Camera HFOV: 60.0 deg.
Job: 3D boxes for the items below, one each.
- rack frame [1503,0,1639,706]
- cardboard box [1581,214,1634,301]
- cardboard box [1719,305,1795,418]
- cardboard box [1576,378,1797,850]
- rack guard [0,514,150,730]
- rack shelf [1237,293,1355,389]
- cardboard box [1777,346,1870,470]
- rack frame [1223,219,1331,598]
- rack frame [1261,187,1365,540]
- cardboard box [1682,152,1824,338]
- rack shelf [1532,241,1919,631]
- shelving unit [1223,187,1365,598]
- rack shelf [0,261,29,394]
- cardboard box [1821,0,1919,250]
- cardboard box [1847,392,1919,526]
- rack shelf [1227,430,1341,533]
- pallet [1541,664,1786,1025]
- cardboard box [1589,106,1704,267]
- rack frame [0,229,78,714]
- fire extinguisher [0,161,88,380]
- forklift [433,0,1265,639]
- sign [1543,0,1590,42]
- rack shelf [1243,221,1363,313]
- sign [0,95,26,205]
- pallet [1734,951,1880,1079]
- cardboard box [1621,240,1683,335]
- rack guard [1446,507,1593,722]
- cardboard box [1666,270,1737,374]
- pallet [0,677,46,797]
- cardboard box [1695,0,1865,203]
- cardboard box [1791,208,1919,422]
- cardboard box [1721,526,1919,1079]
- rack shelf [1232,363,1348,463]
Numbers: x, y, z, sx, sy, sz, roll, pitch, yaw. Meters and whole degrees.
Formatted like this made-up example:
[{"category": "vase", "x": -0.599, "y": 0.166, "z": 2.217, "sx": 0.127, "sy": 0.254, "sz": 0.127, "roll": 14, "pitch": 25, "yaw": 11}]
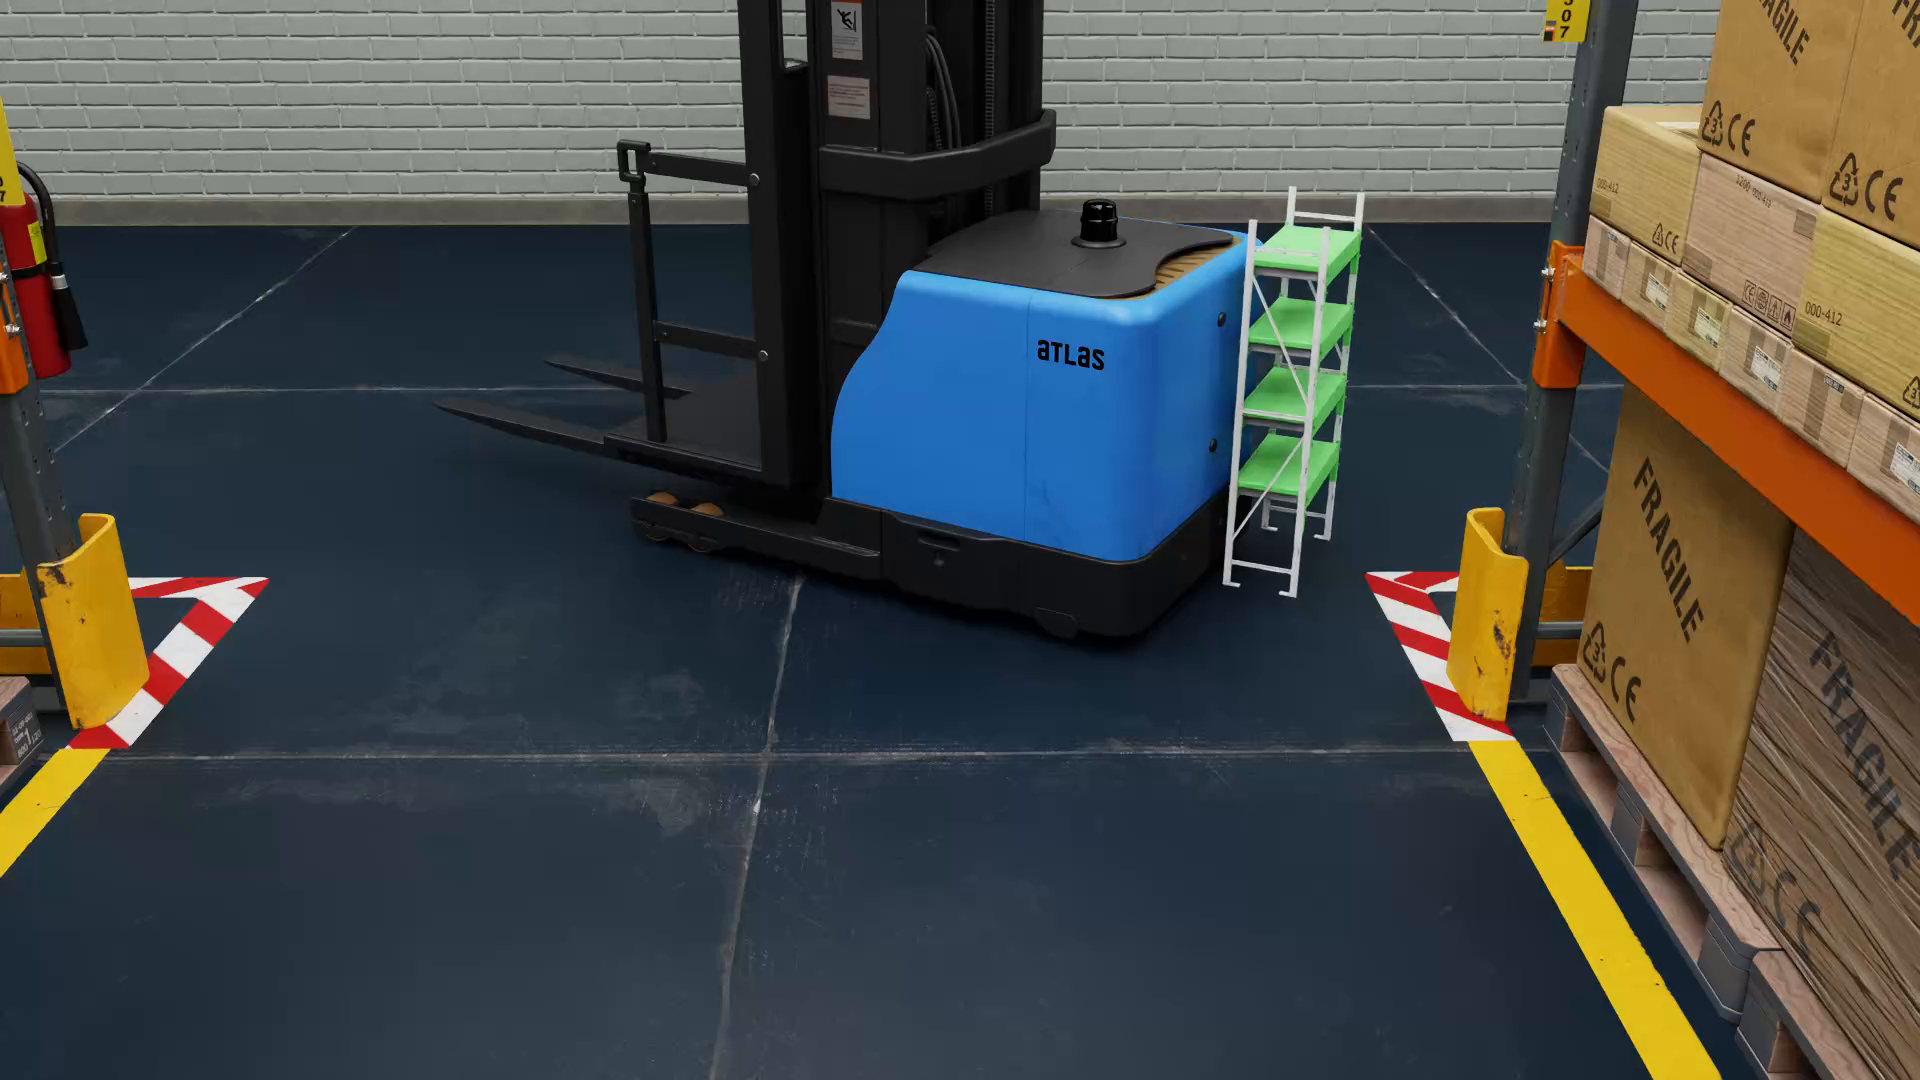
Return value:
[{"category": "rack frame", "x": 2.016, "y": -0.924, "z": 4.154, "sx": 1.000, "sy": 3.000, "sz": 0.127, "roll": 0, "pitch": 24, "yaw": -1}, {"category": "cardboard box", "x": 1.690, "y": -0.662, "z": 3.879, "sx": 0.380, "sy": 0.149, "sz": 0.250, "roll": 0, "pitch": 24, "yaw": 0}, {"category": "cardboard box", "x": 1.701, "y": -0.344, "z": 3.174, "sx": 0.380, "sy": 0.149, "sz": 0.250, "roll": -1, "pitch": 24, "yaw": -1}, {"category": "cardboard box", "x": 2.103, "y": 0.116, "z": 3.923, "sx": 0.875, "sy": 0.875, "sz": 0.875, "roll": 0, "pitch": 24, "yaw": -1}, {"category": "rack guard", "x": -2.950, "y": 0.227, "z": 4.642, "sx": 1.175, "sy": 0.500, "sz": 0.348, "roll": 0, "pitch": 24, "yaw": -1}, {"category": "rack shelf", "x": 1.070, "y": -0.636, "z": 5.274, "sx": 0.258, "sy": 0.148, "sz": 0.480, "roll": 10, "pitch": 26, "yaw": 22}, {"category": "cardboard box", "x": 1.703, "y": -0.239, "z": 2.943, "sx": 0.380, "sy": 0.149, "sz": 0.250, "roll": -1, "pitch": 24, "yaw": -2}, {"category": "rack frame", "x": 0.971, "y": -0.384, "z": 5.143, "sx": 0.240, "sy": 1.200, "sz": 0.015, "roll": 10, "pitch": 26, "yaw": 22}, {"category": "rack frame", "x": 1.170, "y": -0.568, "z": 5.549, "sx": 0.240, "sy": 1.200, "sz": 0.015, "roll": 10, "pitch": 26, "yaw": 22}, {"category": "cardboard box", "x": 1.763, "y": -0.578, "z": 3.210, "sx": 0.500, "sy": 0.250, "sz": 0.500, "roll": -1, "pitch": 24, "yaw": -1}, {"category": "rack shelf", "x": 2.038, "y": 0.227, "z": 2.480, "sx": 1.077, "sy": 0.370, "sz": 4.000, "roll": 0, "pitch": 24, "yaw": -1}, {"category": "shelving unit", "x": 1.070, "y": -0.476, "z": 5.346, "sx": 0.258, "sy": 1.200, "sz": 0.503, "roll": 10, "pitch": 26, "yaw": 22}, {"category": "rack shelf", "x": -2.915, "y": 0.250, "z": 2.431, "sx": 1.077, "sy": 0.370, "sz": 4.000, "roll": 0, "pitch": 24, "yaw": -1}, {"category": "cardboard box", "x": 1.768, "y": -0.715, "z": 2.602, "sx": 0.500, "sy": 0.500, "sz": 0.500, "roll": -1, "pitch": 24, "yaw": -2}, {"category": "cardboard box", "x": 1.706, "y": -0.132, "z": 2.708, "sx": 0.380, "sy": 0.149, "sz": 0.250, "roll": -1, "pitch": 24, "yaw": -1}, {"category": "rack shelf", "x": 1.070, "y": -0.199, "z": 5.472, "sx": 0.258, "sy": 0.148, "sz": 0.480, "roll": 10, "pitch": 26, "yaw": 22}, {"category": "pallet", "x": 2.103, "y": 0.675, "z": 4.001, "sx": 1.003, "sy": 0.211, "sz": 1.213, "roll": 0, "pitch": 24, "yaw": -1}, {"category": "cardboard box", "x": 1.751, "y": -0.793, "z": 3.684, "sx": 0.500, "sy": 0.250, "sz": 0.500, "roll": -1, "pitch": 24, "yaw": -2}, {"category": "rack frame", "x": -2.937, "y": -0.902, "z": 4.105, "sx": 1.000, "sy": 3.000, "sz": 0.127, "roll": 0, "pitch": 24, "yaw": -1}, {"category": "fire extinguisher", "x": -2.484, "y": -0.761, "z": 4.340, "sx": 0.296, "sy": 0.674, "sz": 0.183, "roll": 0, "pitch": 24, "yaw": -1}, {"category": "forklift", "x": -0.545, "y": -1.465, "z": 5.432, "sx": 3.031, "sy": 2.935, "sz": 1.130, "roll": 13, "pitch": 28, "yaw": 27}, {"category": "sign", "x": 1.461, "y": -1.355, "z": 3.959, "sx": 0.100, "sy": 0.325, "sz": 0.005, "roll": 0, "pitch": 24, "yaw": -1}, {"category": "rack shelf", "x": 1.070, "y": -0.855, "z": 5.175, "sx": 0.258, "sy": 0.148, "sz": 0.480, "roll": 10, "pitch": 26, "yaw": 22}, {"category": "sign", "x": -2.387, "y": -0.986, "z": 4.091, "sx": 0.100, "sy": 0.325, "sz": 0.005, "roll": 0, "pitch": 24, "yaw": -1}, {"category": "pallet", "x": 2.113, "y": 1.177, "z": 2.892, "sx": 1.003, "sy": 0.211, "sz": 1.213, "roll": 0, "pitch": 24, "yaw": -1}, {"category": "cardboard box", "x": 1.694, "y": -0.557, "z": 3.645, "sx": 0.380, "sy": 0.149, "sz": 0.250, "roll": -1, "pitch": 24, "yaw": -1}, {"category": "rack guard", "x": 2.015, "y": 0.205, "z": 4.691, "sx": 1.175, "sy": 0.500, "sz": 0.348, "roll": 0, "pitch": 24, "yaw": -1}, {"category": "cardboard box", "x": 1.697, "y": -0.451, "z": 3.412, "sx": 0.380, "sy": 0.149, "sz": 0.250, "roll": -1, "pitch": 24, "yaw": -2}, {"category": "pallet", "x": -2.967, "y": 0.708, "z": 3.928, "sx": 1.003, "sy": 0.211, "sz": 1.213, "roll": 0, "pitch": 24, "yaw": -1}, {"category": "cardboard box", "x": 1.756, "y": -0.928, "z": 3.074, "sx": 0.500, "sy": 0.500, "sz": 0.500, "roll": -1, "pitch": 24, "yaw": -2}, {"category": "cardboard box", "x": 1.765, "y": -0.371, "z": 2.752, "sx": 0.500, "sy": 0.250, "sz": 0.500, "roll": -1, "pitch": 24, "yaw": -2}, {"category": "cardboard box", "x": 2.113, "y": 0.491, "z": 3.094, "sx": 0.875, "sy": 0.875, "sz": 0.875, "roll": 0, "pitch": 24, "yaw": -1}, {"category": "rack shelf", "x": 1.070, "y": -0.418, "z": 5.373, "sx": 0.258, "sy": 0.148, "sz": 0.480, "roll": 10, "pitch": 26, "yaw": 22}]
